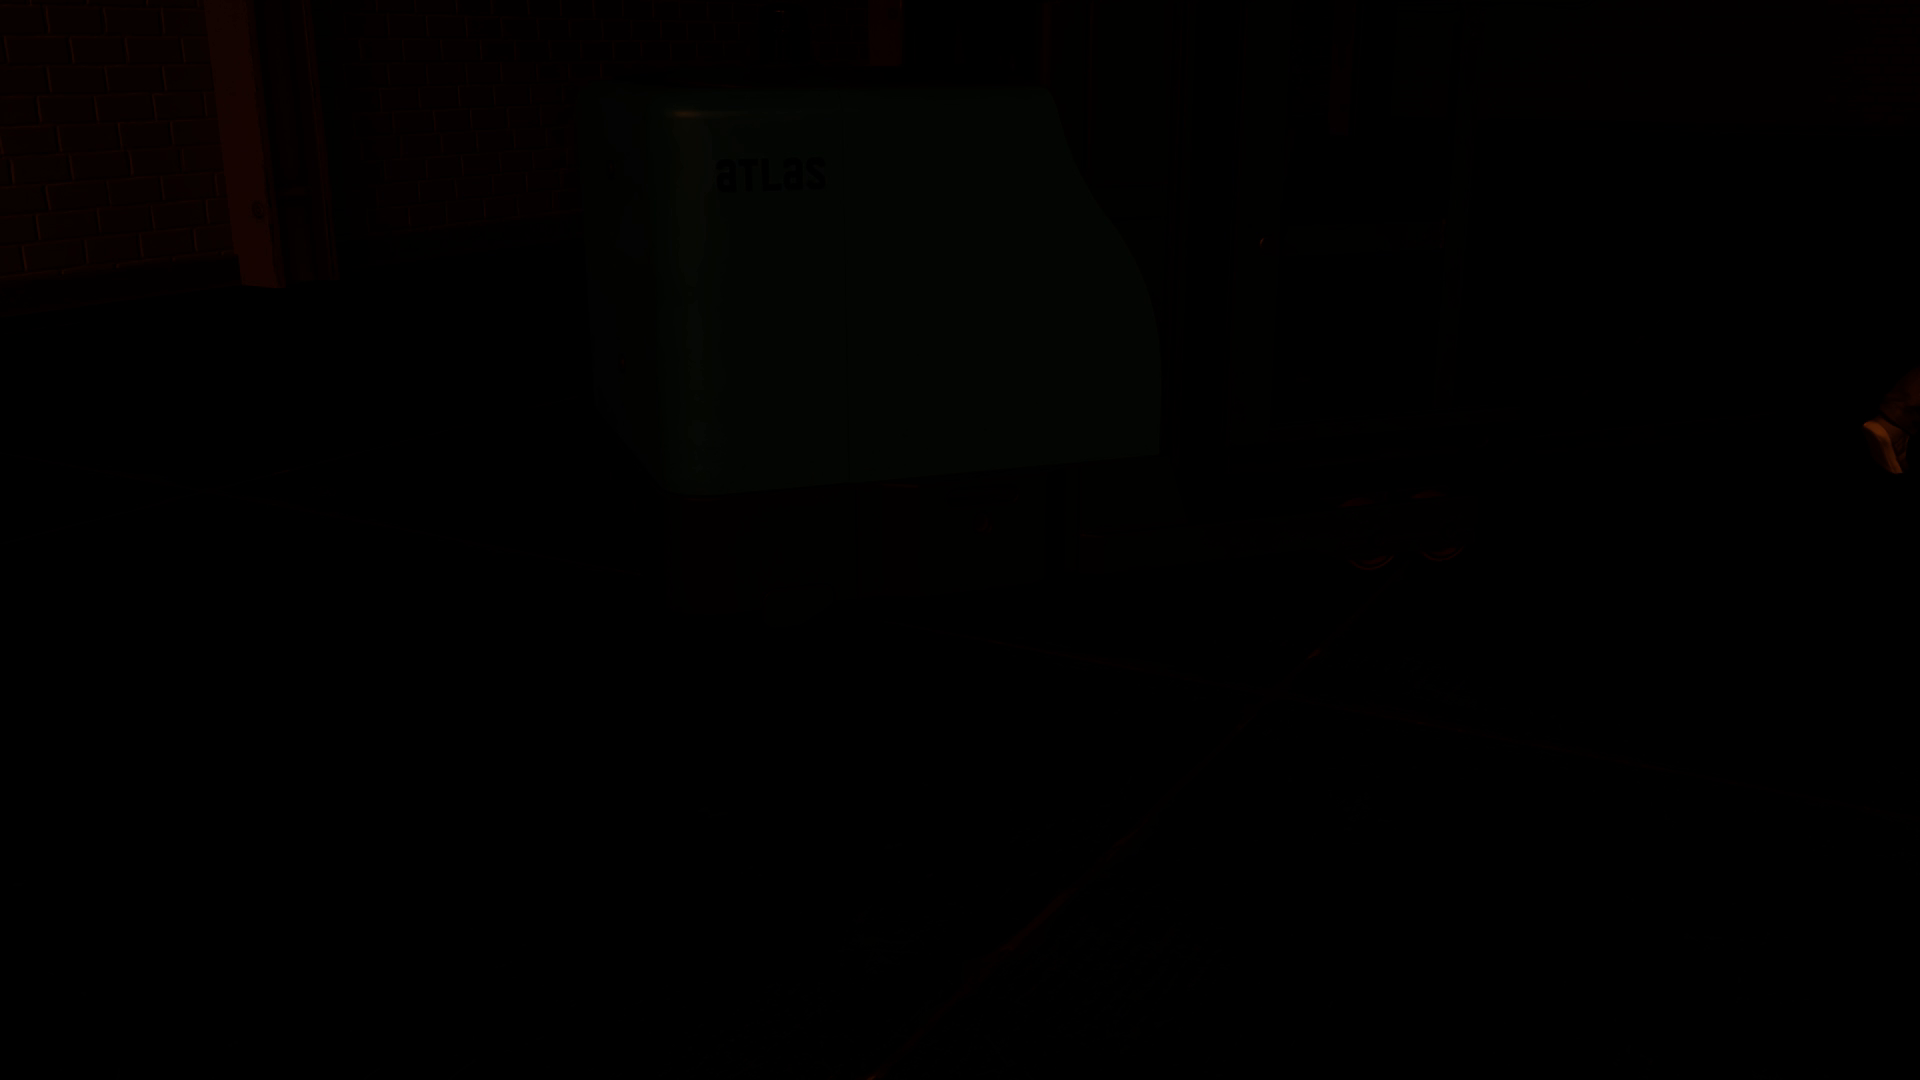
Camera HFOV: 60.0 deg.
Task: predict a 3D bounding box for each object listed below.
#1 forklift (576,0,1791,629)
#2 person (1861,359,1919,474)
[{"bbox_3d":[0.670,-1.468,3.839,3.031,2.935,1.130,-6,17,-20],"label":"forklift"},{"bbox_3d":[2.849,-0.860,4.345,0.588,1.533,0.727,-7,18,-21],"label":"person"}]
